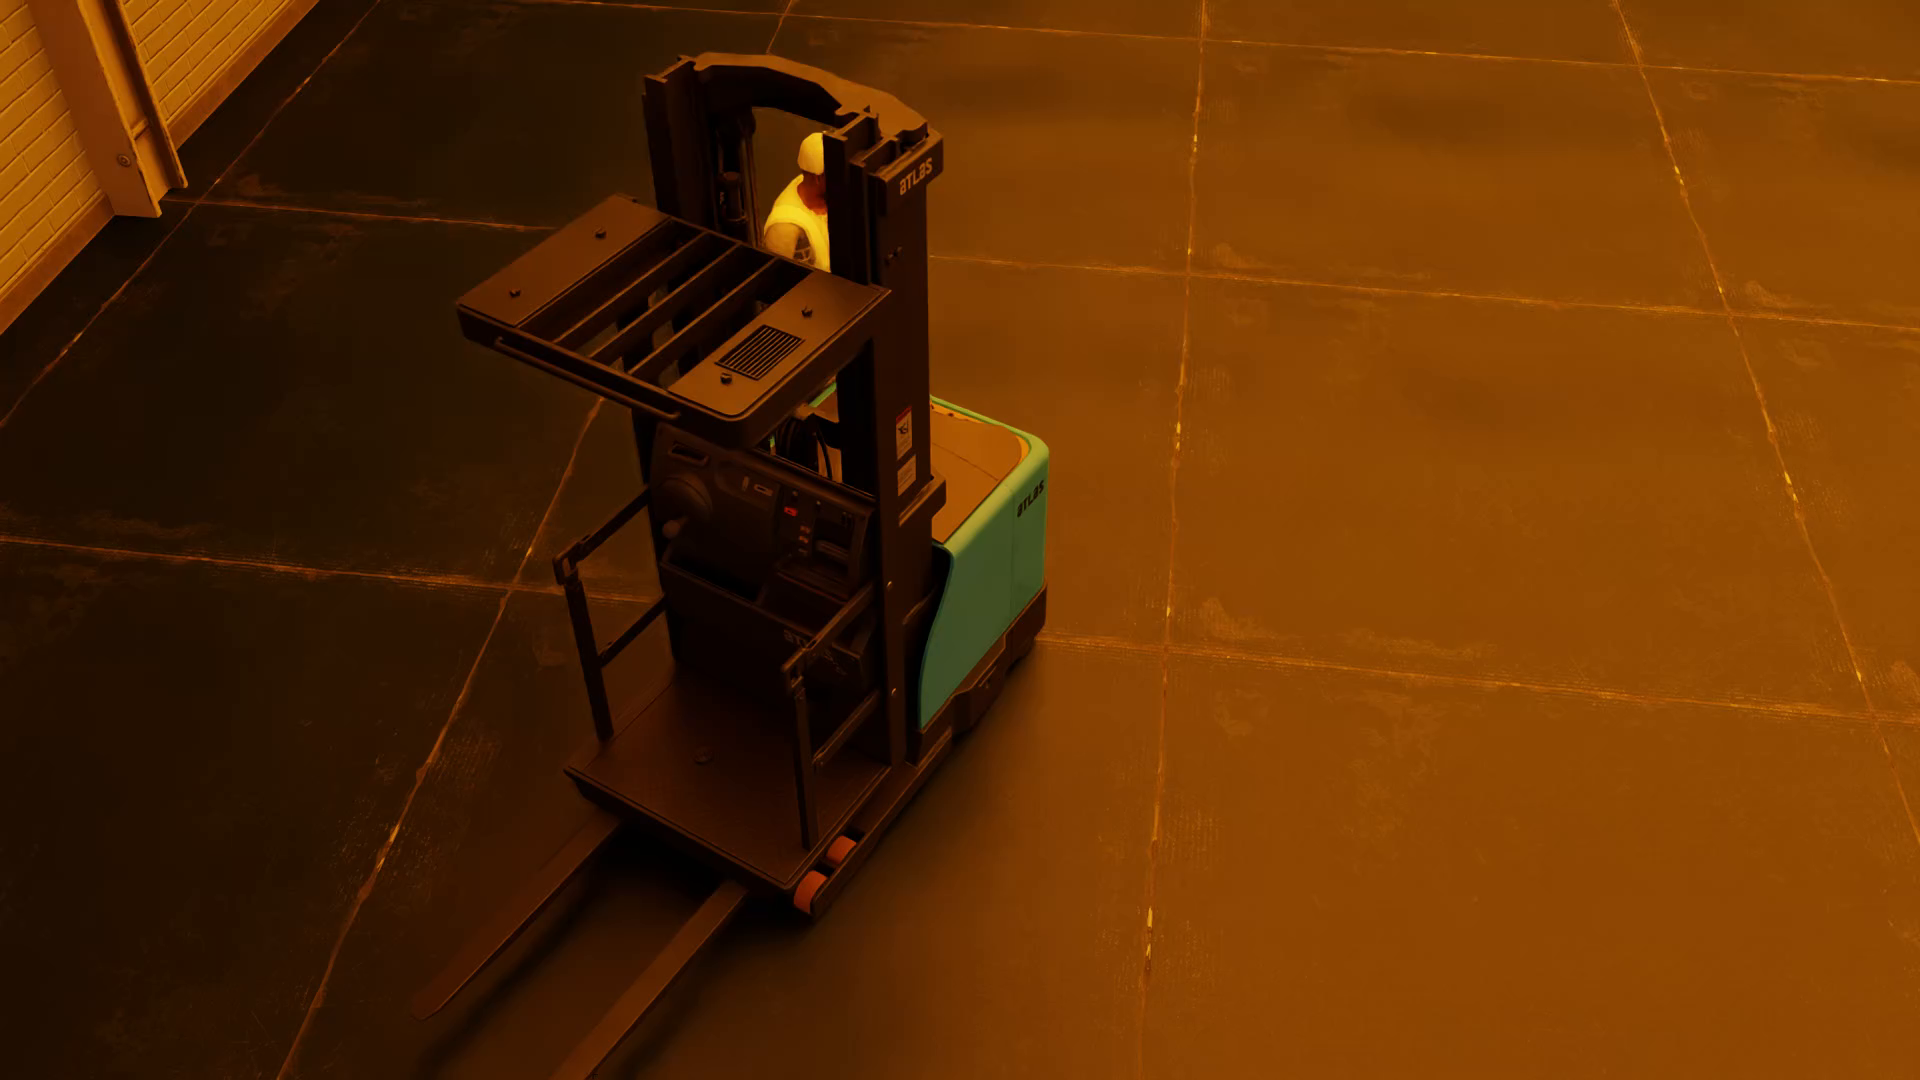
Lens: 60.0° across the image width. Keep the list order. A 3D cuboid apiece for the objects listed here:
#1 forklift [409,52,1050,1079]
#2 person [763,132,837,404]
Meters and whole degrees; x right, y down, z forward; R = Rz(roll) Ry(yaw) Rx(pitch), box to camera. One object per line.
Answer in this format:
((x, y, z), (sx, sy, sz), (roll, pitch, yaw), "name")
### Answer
((-0.829, -0.019, 5.745), (1.130, 2.935, 3.031), (23, 47, 23), "forklift")
((-0.653, -1.131, 7.828), (0.426, 1.751, 0.840), (12, 44, 13), "person")
